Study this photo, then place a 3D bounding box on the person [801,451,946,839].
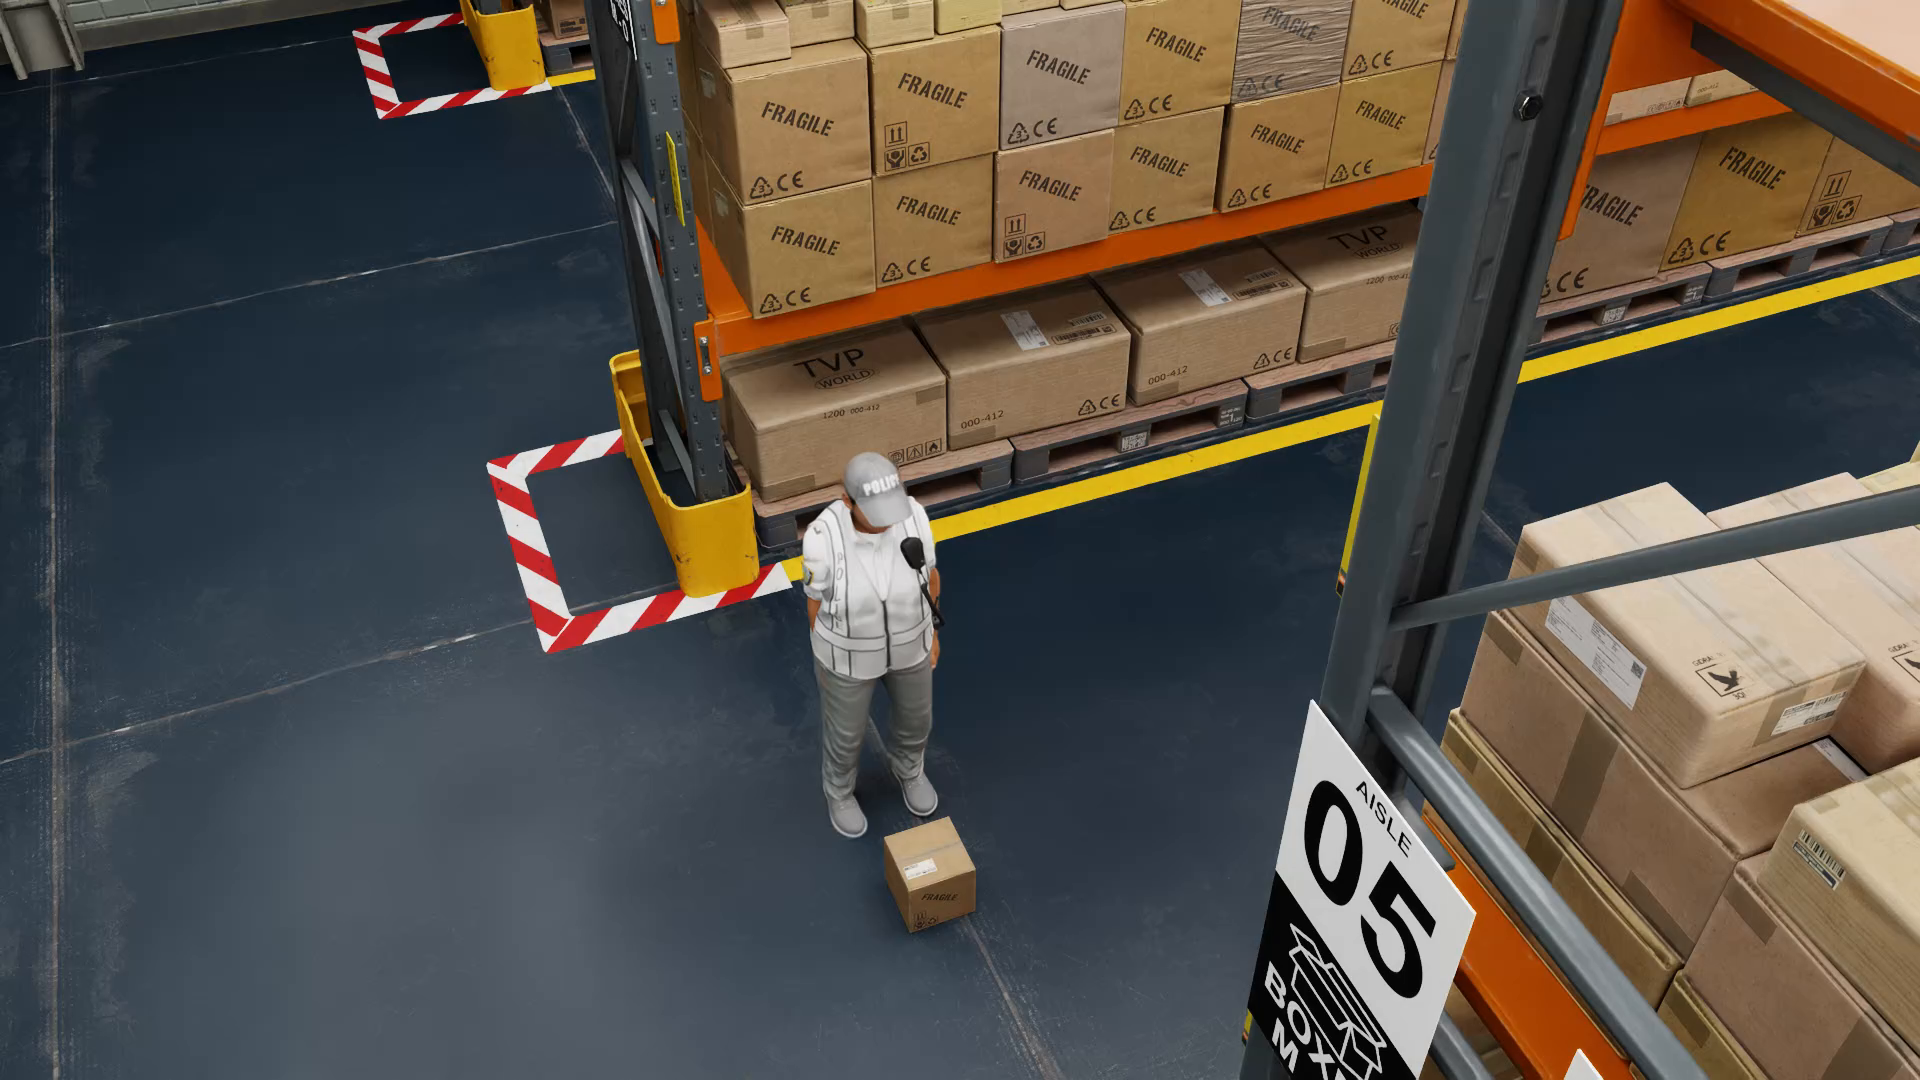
[{"bbox_3d":[-0.280,0.369,5.757,0.469,1.662,0.390,-15,44,-16],"label":"person"}]
